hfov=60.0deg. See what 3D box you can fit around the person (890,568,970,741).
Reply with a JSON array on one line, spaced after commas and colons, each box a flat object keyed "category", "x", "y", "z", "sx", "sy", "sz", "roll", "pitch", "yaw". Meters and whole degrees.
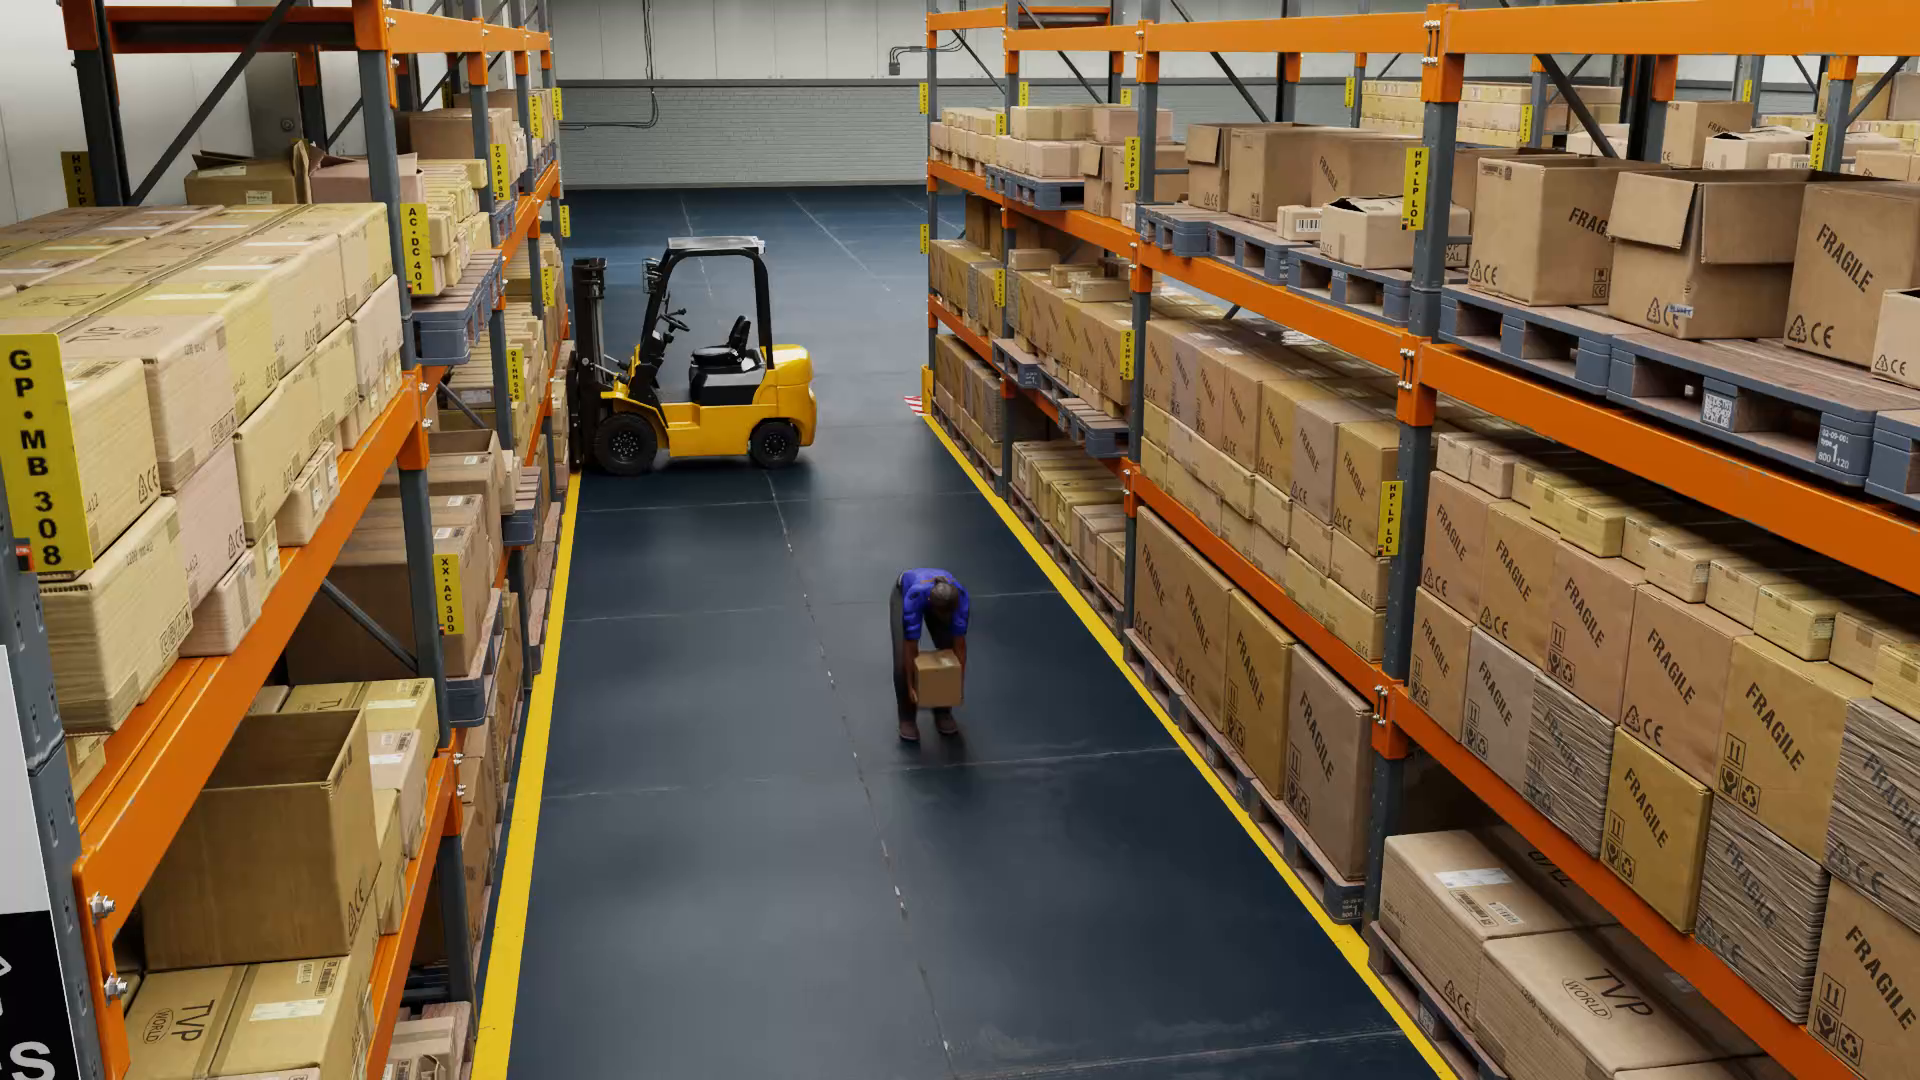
[{"category": "person", "x": -0.163, "y": 0.670, "z": 9.753, "sx": 0.414, "sy": 1.112, "sz": 0.866, "roll": -4, "pitch": 17, "yaw": -12}]
